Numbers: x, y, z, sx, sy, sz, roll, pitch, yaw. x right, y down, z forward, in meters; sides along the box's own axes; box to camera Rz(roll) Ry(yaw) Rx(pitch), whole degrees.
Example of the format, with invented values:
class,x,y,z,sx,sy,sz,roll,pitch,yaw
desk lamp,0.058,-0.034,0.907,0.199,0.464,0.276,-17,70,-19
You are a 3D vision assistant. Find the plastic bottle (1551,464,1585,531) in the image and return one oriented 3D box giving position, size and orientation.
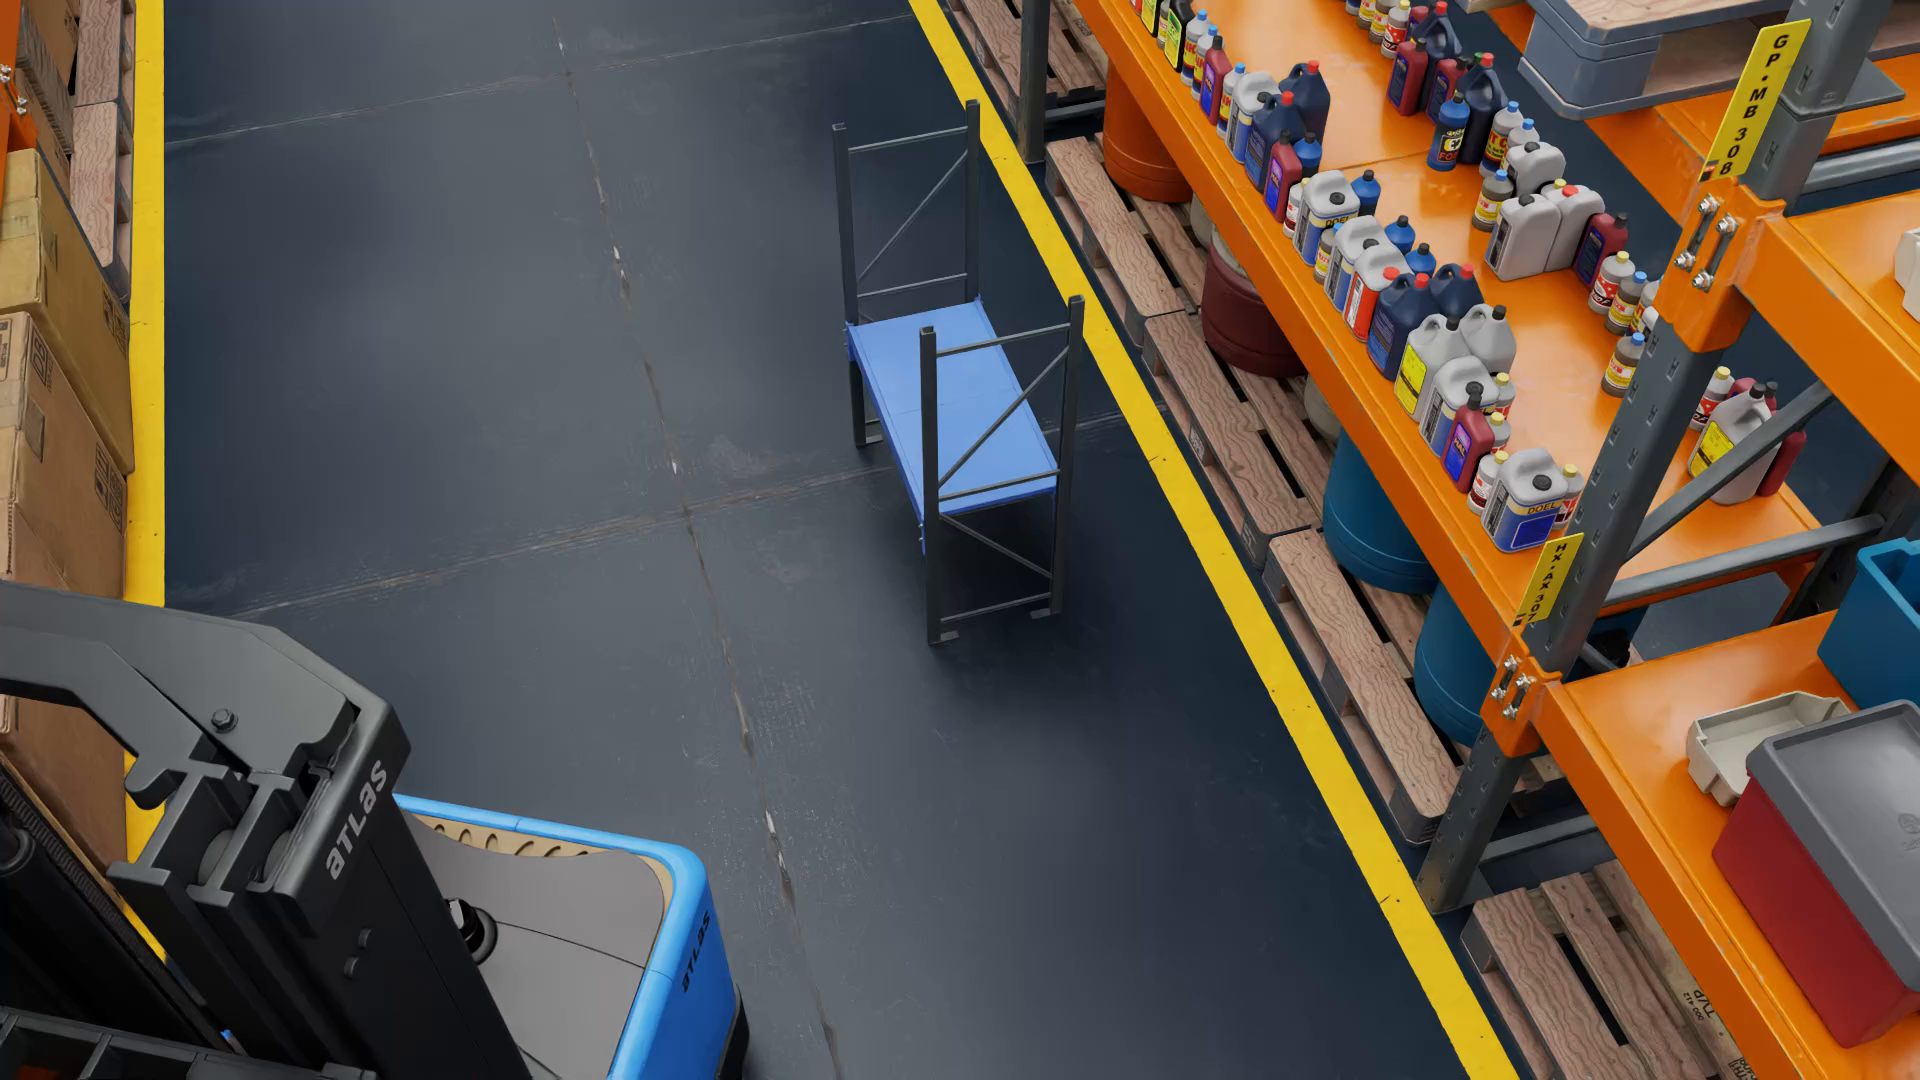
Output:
class,x,y,z,sx,sy,sz,roll,pitch,yaw
plastic bottle,1.634,-0.127,4.525,0.097,0.201,0.097,0,50,0

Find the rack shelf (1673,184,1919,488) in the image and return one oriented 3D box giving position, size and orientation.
class,x,y,z,sx,sy,sz,roll,pitch,yaw
rack shelf,2.538,0.791,2.130,1.077,0.370,4.000,-13,51,-11

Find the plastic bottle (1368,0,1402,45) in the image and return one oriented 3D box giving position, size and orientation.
class,x,y,z,sx,sy,sz,roll,pitch,yaw
plastic bottle,1.548,-1.909,6.028,0.097,0.201,0.097,0,50,0

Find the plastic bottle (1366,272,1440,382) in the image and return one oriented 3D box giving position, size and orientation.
class,x,y,z,sx,sy,sz,roll,pitch,yaw
plastic bottle,1.307,-0.651,4.869,0.144,0.351,0.185,-13,51,-11

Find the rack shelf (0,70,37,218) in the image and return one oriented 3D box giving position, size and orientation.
class,x,y,z,sx,sy,sz,roll,pitch,yaw
rack shelf,-3.377,-0.043,4.795,1.077,0.370,4.000,-13,51,-11

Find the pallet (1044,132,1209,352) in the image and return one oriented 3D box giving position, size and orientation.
class,x,y,z,sx,sy,sz,roll,pitch,yaw
pallet,1.036,-1.391,7.284,1.003,0.211,1.213,-13,51,-11

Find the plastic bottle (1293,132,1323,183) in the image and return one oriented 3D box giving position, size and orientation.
class,x,y,z,sx,sy,sz,roll,pitch,yaw
plastic bottle,1.113,-1.200,5.384,0.097,0.271,0.097,0,50,0

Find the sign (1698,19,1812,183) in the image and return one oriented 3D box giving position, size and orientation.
class,x,y,z,sx,sy,sz,roll,pitch,yaw
sign,1.420,-0.781,2.979,0.100,0.325,0.005,-13,51,-11

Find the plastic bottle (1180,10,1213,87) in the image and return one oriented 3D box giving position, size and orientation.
class,x,y,z,sx,sy,sz,roll,pitch,yaw
plastic bottle,0.835,-1.731,5.831,0.097,0.271,0.097,0,50,0

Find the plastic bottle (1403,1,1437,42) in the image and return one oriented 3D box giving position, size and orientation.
class,x,y,z,sx,sy,sz,roll,pitch,yaw
plastic bottle,1.628,-1.785,5.869,0.061,0.283,0.133,-13,51,-11

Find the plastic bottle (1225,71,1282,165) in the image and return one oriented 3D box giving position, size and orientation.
class,x,y,z,sx,sy,sz,roll,pitch,yaw
plastic bottle,0.993,-1.414,5.561,0.152,0.276,0.135,-13,51,-11

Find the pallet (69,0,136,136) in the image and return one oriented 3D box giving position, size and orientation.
class,x,y,z,sx,sy,sz,roll,pitch,yaw
pallet,-4.555,-2.298,8.049,1.003,0.211,1.213,-13,51,-11

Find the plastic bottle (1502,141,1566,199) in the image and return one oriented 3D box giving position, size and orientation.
class,x,y,z,sx,sy,sz,roll,pitch,yaw
plastic bottle,1.831,-1.164,5.351,0.152,0.276,0.135,-13,51,-11

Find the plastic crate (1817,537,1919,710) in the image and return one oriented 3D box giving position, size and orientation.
class,x,y,z,sx,sy,sz,roll,pitch,yaw
plastic crate,2.410,0.315,3.994,0.392,0.384,0.575,-13,51,-11

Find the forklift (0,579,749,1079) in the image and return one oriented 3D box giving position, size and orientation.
class,x,y,z,sx,sy,sz,roll,pitch,yaw
forklift,-1.418,1.564,3.014,1.130,2.935,3.031,9,50,7

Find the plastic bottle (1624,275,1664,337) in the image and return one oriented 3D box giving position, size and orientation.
class,x,y,z,sx,sy,sz,roll,pitch,yaw
plastic bottle,2.057,-0.675,4.942,0.097,0.271,0.097,0,50,0

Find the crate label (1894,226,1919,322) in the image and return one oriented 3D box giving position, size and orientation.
class,x,y,z,sx,sy,sz,roll,pitch,yaw
crate label,1.815,-0.394,2.830,0.293,0.136,0.466,-13,51,-11

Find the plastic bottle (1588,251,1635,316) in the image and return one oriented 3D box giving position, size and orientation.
class,x,y,z,sx,sy,sz,roll,pitch,yaw
plastic bottle,1.999,-0.795,5.088,0.097,0.201,0.097,0,50,0

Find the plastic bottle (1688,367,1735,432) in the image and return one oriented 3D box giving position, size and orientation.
class,x,y,z,sx,sy,sz,roll,pitch,yaw
plastic bottle,2.154,-0.412,4.766,0.097,0.201,0.097,0,50,0

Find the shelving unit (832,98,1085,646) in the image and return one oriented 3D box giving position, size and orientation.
class,x,y,z,sx,sy,sz,roll,pitch,yaw
shelving unit,-0.025,-0.546,5.729,0.538,1.500,1.048,-13,51,-11

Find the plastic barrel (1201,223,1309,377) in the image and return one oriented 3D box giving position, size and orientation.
class,x,y,z,sx,sy,sz,roll,pitch,yaw
plastic barrel,1.258,-1.036,6.464,0.600,0.588,0.708,-13,51,-11

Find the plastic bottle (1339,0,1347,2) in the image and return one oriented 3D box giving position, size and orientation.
class,x,y,z,sx,sy,sz,roll,pitch,yaw
plastic bottle,1.462,-2.123,6.208,0.097,0.201,0.097,0,50,0

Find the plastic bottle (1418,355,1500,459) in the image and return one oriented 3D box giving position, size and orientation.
class,x,y,z,sx,sy,sz,roll,pitch,yaw
plastic bottle,1.413,-0.376,4.686,0.152,0.276,0.135,-13,51,-11

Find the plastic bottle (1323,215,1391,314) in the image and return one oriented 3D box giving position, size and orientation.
class,x,y,z,sx,sy,sz,roll,pitch,yaw
plastic bottle,1.224,-0.843,5.080,0.152,0.276,0.135,-13,51,-11

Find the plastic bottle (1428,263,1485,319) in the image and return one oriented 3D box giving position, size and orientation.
class,x,y,z,sx,sy,sz,roll,pitch,yaw
plastic bottle,1.445,-0.684,4.897,0.144,0.351,0.185,-13,51,-11

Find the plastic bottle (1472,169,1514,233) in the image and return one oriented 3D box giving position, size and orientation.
class,x,y,z,sx,sy,sz,roll,pitch,yaw
plastic bottle,1.717,-1.099,5.344,0.097,0.201,0.097,0,50,0

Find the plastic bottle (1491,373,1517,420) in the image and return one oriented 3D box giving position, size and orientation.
class,x,y,z,sx,sy,sz,roll,pitch,yaw
plastic bottle,1.526,-0.394,4.750,0.097,0.201,0.097,0,50,0

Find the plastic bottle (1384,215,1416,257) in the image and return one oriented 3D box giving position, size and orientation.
class,x,y,z,sx,sy,sz,roll,pitch,yaw
plastic bottle,1.337,-0.883,5.117,0.097,0.271,0.097,0,50,0

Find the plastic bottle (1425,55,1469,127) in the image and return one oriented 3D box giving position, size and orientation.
class,x,y,z,sx,sy,sz,roll,pitch,yaw
plastic bottle,1.664,-1.538,5.661,0.061,0.283,0.133,-13,51,-11

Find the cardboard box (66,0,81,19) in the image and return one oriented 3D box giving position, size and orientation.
class,x,y,z,sx,sy,sz,roll,pitch,yaw
cardboard box,-4.701,-2.779,7.978,0.700,0.500,0.500,-17,52,-14

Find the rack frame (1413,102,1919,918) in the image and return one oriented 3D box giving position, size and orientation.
class,x,y,z,sx,sy,sz,roll,pitch,yaw
rack frame,1.946,0.066,4.233,1.000,3.000,0.127,-13,51,-11

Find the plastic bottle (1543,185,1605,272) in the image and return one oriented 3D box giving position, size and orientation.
class,x,y,z,sx,sy,sz,roll,pitch,yaw
plastic bottle,1.899,-0.995,5.208,0.152,0.276,0.135,-13,51,-11

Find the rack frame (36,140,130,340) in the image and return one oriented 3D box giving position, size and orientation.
class,x,y,z,sx,sy,sz,roll,pitch,yaw
rack frame,-3.968,-1.736,5.752,1.000,3.000,0.127,-13,51,-11

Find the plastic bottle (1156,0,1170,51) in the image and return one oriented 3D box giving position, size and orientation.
class,x,y,z,sx,sy,sz,roll,pitch,yaw
plastic bottle,0.767,-1.877,6.000,0.097,0.201,0.097,0,50,0

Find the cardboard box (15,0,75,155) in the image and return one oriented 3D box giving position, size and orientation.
class,x,y,z,sx,sy,sz,roll,pitch,yaw
cardboard box,-4.362,-1.959,7.287,0.700,0.500,0.500,-17,52,-14

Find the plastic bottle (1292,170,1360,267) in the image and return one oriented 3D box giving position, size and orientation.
class,x,y,z,sx,sy,sz,roll,pitch,yaw
plastic bottle,1.155,-1.012,5.222,0.152,0.276,0.135,-13,51,-11

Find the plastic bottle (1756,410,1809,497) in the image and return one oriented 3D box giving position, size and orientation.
class,x,y,z,sx,sy,sz,roll,pitch,yaw
plastic bottle,2.245,-0.261,4.585,0.061,0.283,0.133,-13,51,-11

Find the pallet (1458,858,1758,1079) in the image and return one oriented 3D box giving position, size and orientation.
class,x,y,z,sx,sy,sz,roll,pitch,yaw
pallet,2.201,1.493,4.854,1.003,0.211,1.213,-13,51,-11

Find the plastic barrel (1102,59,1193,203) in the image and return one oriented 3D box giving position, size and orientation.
class,x,y,z,sx,sy,sz,roll,pitch,yaw
plastic barrel,0.924,-1.938,7.067,0.600,0.830,0.708,-13,51,-11

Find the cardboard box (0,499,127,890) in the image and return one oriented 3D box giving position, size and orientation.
class,x,y,z,sx,sy,sz,roll,pitch,yaw
cardboard box,-3.259,0.620,4.881,1.225,0.875,0.875,-15,51,-12

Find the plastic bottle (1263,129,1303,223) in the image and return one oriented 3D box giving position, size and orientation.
class,x,y,z,sx,sy,sz,roll,pitch,yaw
plastic bottle,1.043,-1.173,5.353,0.061,0.283,0.133,-13,51,-11

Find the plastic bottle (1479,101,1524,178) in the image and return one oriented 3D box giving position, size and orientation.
class,x,y,z,sx,sy,sz,roll,pitch,yaw
plastic bottle,1.794,-1.325,5.489,0.097,0.271,0.097,0,50,0

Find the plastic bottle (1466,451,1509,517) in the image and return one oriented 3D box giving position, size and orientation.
class,x,y,z,sx,sy,sz,roll,pitch,yaw
plastic bottle,1.460,-0.164,4.556,0.097,0.201,0.097,0,50,0

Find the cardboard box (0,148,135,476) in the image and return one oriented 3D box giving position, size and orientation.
class,x,y,z,sx,sy,sz,roll,pitch,yaw
cardboard box,-3.784,-0.678,5.975,1.225,0.875,0.875,-15,52,-13

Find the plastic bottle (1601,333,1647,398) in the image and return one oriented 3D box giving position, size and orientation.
class,x,y,z,sx,sy,sz,roll,pitch,yaw
plastic bottle,1.951,-0.520,4.856,0.097,0.201,0.097,0,50,0

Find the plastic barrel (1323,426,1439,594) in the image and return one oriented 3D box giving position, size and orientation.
class,x,y,z,sx,sy,sz,roll,pitch,yaw
plastic barrel,1.592,-0.312,5.649,0.600,0.901,0.708,-13,51,-11

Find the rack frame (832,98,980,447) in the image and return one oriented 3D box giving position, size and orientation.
class,x,y,z,sx,sy,sz,roll,pitch,yaw
rack frame,-0.176,-0.917,6.042,0.500,1.500,0.032,-13,51,-11

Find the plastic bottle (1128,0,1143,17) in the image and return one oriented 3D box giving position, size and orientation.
class,x,y,z,sx,sy,sz,roll,pitch,yaw
plastic bottle,0.719,-2.089,6.130,0.152,0.276,0.135,-13,51,-11

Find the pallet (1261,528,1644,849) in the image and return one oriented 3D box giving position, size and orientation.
class,x,y,z,sx,sy,sz,roll,pitch,yaw
pallet,1.758,0.391,5.782,1.003,0.211,1.213,-13,51,-11

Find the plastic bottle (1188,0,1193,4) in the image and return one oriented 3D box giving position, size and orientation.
class,x,y,z,sx,sy,sz,roll,pitch,yaw
plastic bottle,0.833,-2.107,6.194,0.097,0.201,0.097,0,50,0

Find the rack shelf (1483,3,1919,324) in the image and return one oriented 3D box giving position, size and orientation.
class,x,y,z,sx,sy,sz,roll,pitch,yaw
rack shelf,1.355,-2.130,4.593,1.077,0.370,4.000,-13,51,-11

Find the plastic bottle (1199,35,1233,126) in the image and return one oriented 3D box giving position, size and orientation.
class,x,y,z,sx,sy,sz,roll,pitch,yaw
plastic bottle,0.880,-1.575,5.692,0.061,0.283,0.133,-13,51,-11

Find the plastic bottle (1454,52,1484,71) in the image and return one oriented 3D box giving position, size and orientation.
class,x,y,z,sx,sy,sz,roll,pitch,yaw
plastic bottle,1.722,-1.552,5.673,0.061,0.283,0.133,-13,51,-11
